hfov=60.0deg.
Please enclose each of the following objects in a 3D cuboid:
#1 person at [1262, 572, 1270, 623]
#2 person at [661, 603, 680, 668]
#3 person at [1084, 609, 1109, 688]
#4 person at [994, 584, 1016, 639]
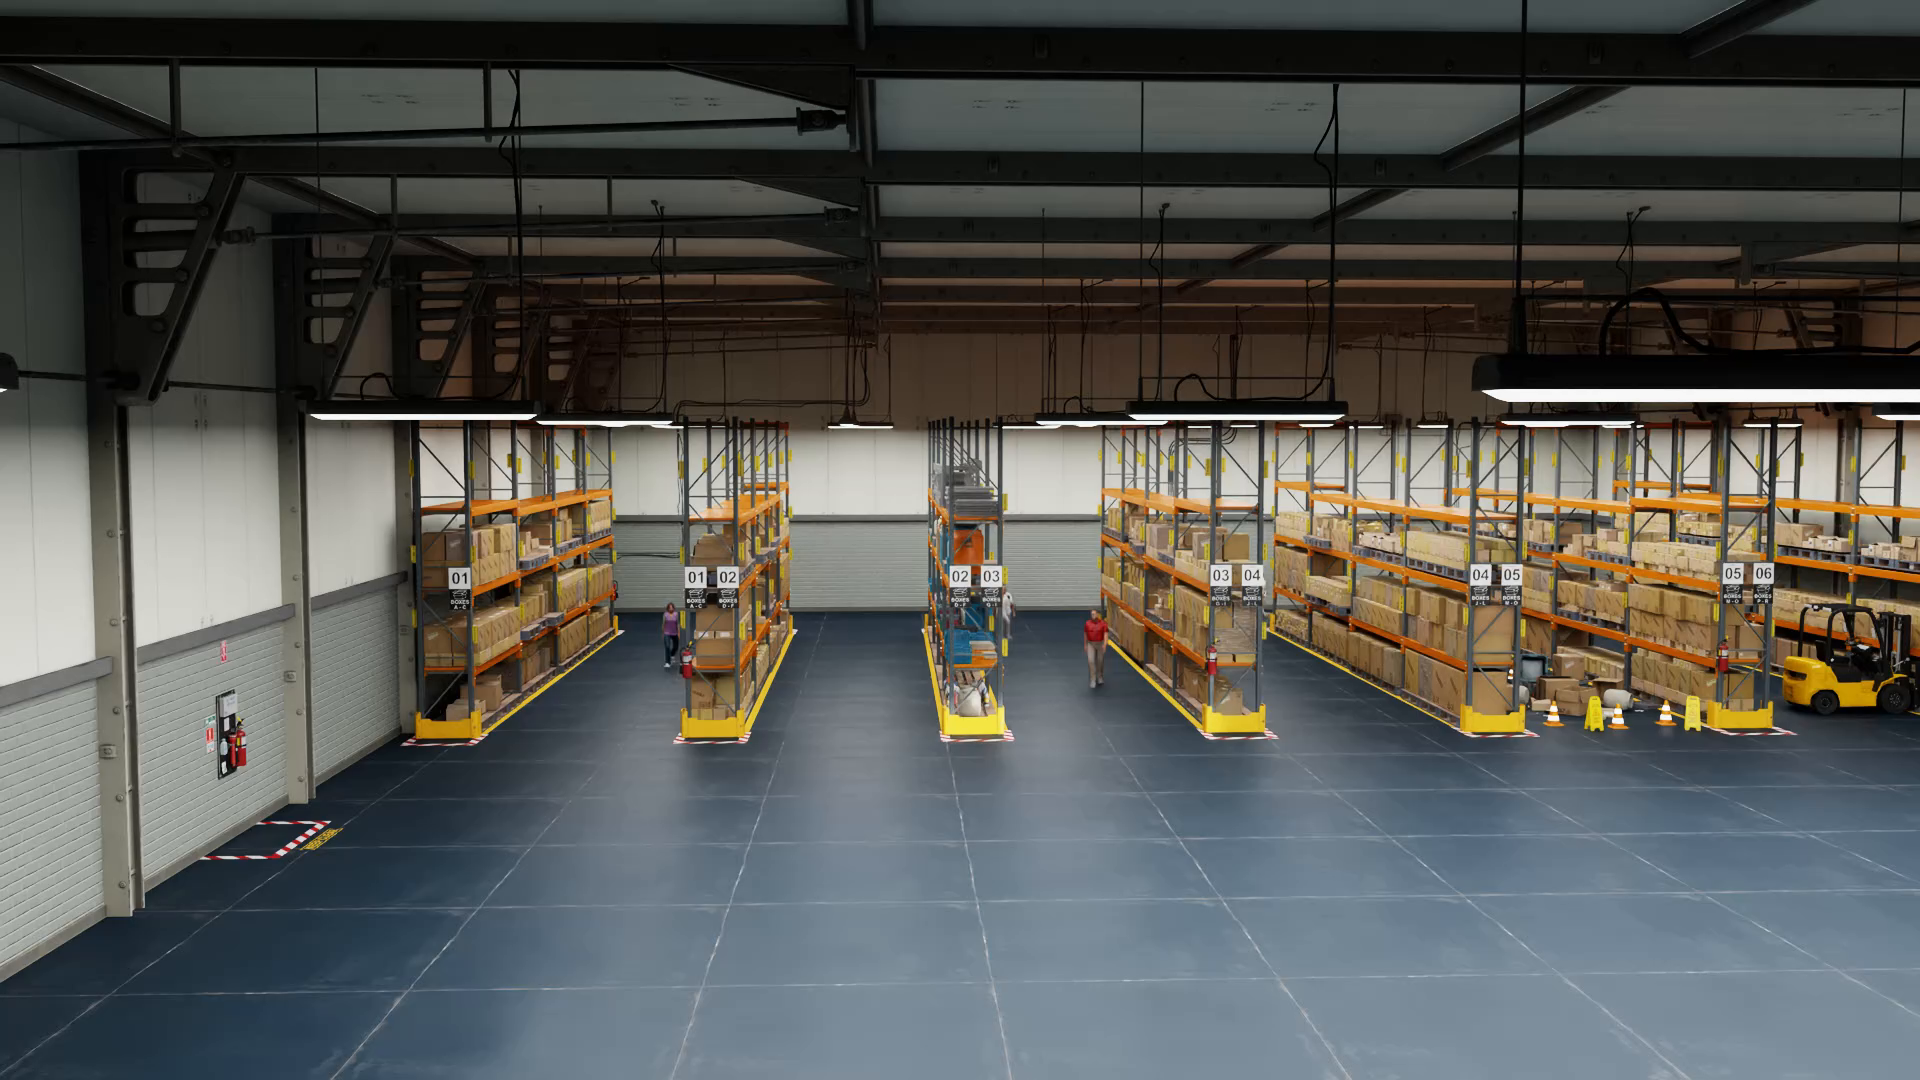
[{"bbox_3d":[8.854,1.695,48.843,0.612,1.646,0.494,0,4,-2],"label":"person"},{"bbox_3d":[-7.050,2.291,40.522,0.454,1.557,0.841,-1,4,-16],"label":"person"},{"bbox_3d":[3.066,2.430,37.464,0.561,1.742,0.820,0,4,7],"label":"person"},{"bbox_3d":[1.174,1.866,43.763,0.457,1.498,1.003,-2,4,-28],"label":"person"}]
